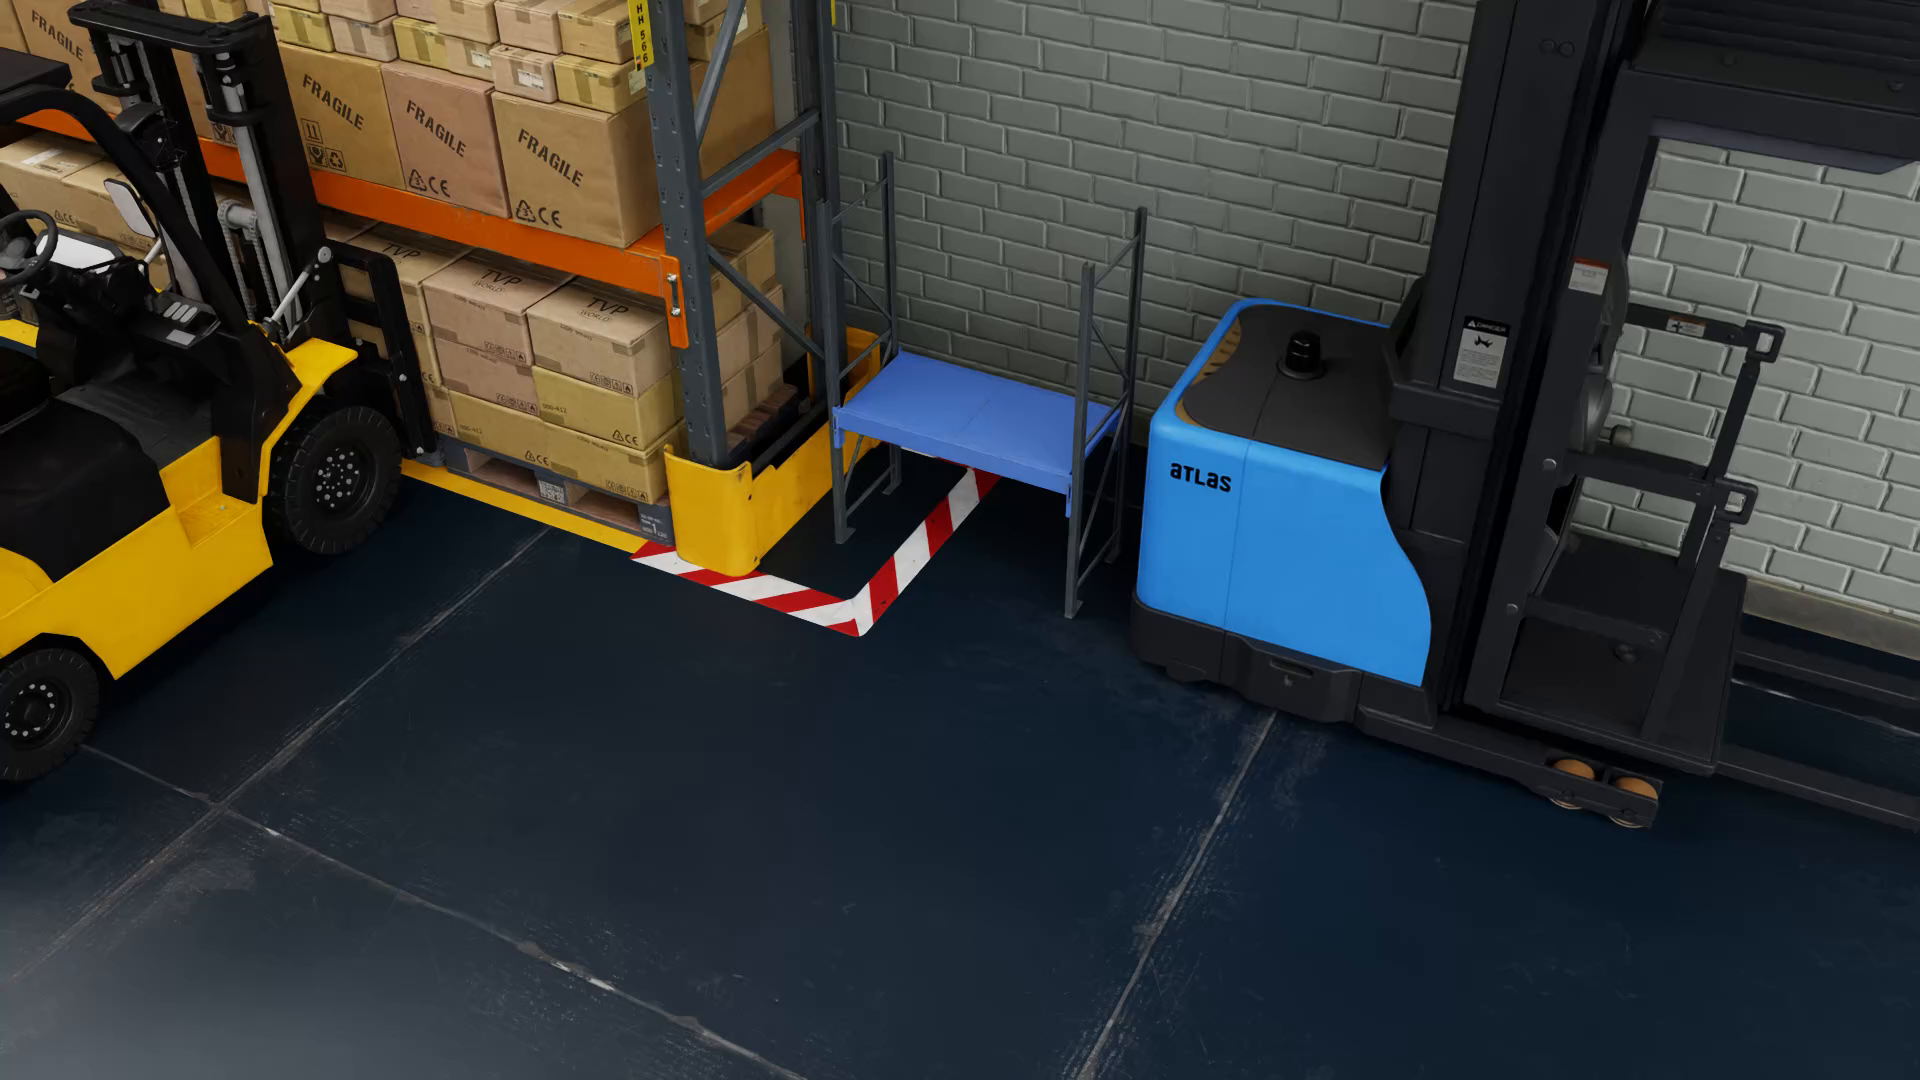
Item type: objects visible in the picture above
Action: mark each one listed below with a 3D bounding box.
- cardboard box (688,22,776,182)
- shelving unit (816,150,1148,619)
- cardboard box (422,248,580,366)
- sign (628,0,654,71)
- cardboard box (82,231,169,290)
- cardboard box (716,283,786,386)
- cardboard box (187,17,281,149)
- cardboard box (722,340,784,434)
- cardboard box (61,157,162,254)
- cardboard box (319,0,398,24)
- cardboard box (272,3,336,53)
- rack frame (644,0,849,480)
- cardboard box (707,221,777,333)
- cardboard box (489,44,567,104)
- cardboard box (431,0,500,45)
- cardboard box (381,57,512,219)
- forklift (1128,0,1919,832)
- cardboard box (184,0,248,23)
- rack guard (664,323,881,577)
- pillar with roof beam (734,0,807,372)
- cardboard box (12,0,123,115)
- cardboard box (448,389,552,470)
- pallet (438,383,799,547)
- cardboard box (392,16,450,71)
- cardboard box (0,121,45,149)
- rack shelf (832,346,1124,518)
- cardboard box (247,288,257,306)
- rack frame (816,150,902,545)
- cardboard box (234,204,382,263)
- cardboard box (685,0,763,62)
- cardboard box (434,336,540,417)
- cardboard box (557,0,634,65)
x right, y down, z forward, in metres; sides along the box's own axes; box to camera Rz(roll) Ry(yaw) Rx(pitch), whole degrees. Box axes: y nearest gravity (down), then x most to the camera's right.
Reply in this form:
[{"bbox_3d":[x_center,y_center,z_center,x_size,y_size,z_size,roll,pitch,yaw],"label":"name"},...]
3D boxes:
[{"bbox_3d":[-1.073,-1.730,6.465,0.500,0.500,0.500,19,41,23],"label":"cardboard box"},{"bbox_3d":[0.076,-0.574,6.265,1.048,1.500,0.538,17,41,21],"label":"shelving unit"},{"bbox_3d":[-1.769,-0.973,6.651,0.500,0.250,0.500,18,41,22],"label":"cardboard box"},{"bbox_3d":[-1.023,-1.671,5.317,0.005,0.325,0.100,17,41,21],"label":"sign"},{"bbox_3d":[-3.577,-1.348,7.558,0.500,0.250,0.500,17,40,21],"label":"cardboard box"},{"bbox_3d":[-1.083,-0.917,6.990,0.500,0.250,0.500,18,41,22],"label":"cardboard box"},{"bbox_3d":[-2.682,-1.864,6.643,0.500,0.500,0.500,18,41,22],"label":"cardboard box"},{"bbox_3d":[-1.107,-0.717,7.140,0.500,0.250,0.500,18,41,22],"label":"cardboard box"},{"bbox_3d":[-3.578,-1.535,7.392,0.500,0.250,0.500,17,41,22],"label":"cardboard box"},{"bbox_3d":[-2.123,-2.039,6.089,0.250,0.149,0.380,18,41,23],"label":"cardboard box"},{"bbox_3d":[-2.348,-1.991,6.273,0.250,0.149,0.380,18,41,22],"label":"cardboard box"},{"bbox_3d":[-0.761,-1.403,6.118,0.127,3.000,1.000,17,41,21],"label":"rack frame"},{"bbox_3d":[-1.101,-1.109,6.830,0.500,0.250,0.500,17,40,21],"label":"cardboard box"},{"bbox_3d":[-1.438,-1.703,5.893,0.250,0.149,0.380,18,41,22],"label":"cardboard box"},{"bbox_3d":[-1.654,-1.917,5.929,0.250,0.149,0.380,18,41,22],"label":"cardboard box"},{"bbox_3d":[-1.775,-1.588,6.279,0.500,0.500,0.500,19,41,23],"label":"cardboard box"},{"bbox_3d":[2.176,-0.585,5.097,3.031,2.935,1.130,16,40,20],"label":"forklift"},{"bbox_3d":[-2.787,-2.143,6.473,0.250,0.149,0.380,17,40,21],"label":"cardboard box"},{"bbox_3d":[-0.740,-0.401,6.865,0.348,0.500,1.175,17,41,21],"label":"rack guard"},{"bbox_3d":[-2.945,-2.159,2.152,0.400,9.000,9.100,17,41,21],"label":"pillar with roof beam"},{"bbox_3d":[-3.569,-2.156,7.027,0.500,0.500,0.500,18,41,22],"label":"cardboard box"},{"bbox_3d":[-1.761,-0.580,6.960,0.500,0.250,0.500,17,41,21],"label":"cardboard box"},{"bbox_3d":[-1.459,-0.483,7.211,1.213,0.211,1.003,17,41,21],"label":"pallet"},{"bbox_3d":[-1.855,-1.883,6.130,0.250,0.149,0.380,17,40,21],"label":"cardboard box"},{"bbox_3d":[-4.781,-1.876,8.357,0.625,0.625,0.875,19,41,23],"label":"cardboard box"},{"bbox_3d":[0.076,-0.430,6.374,1.000,0.185,0.538,17,41,21],"label":"rack shelf"},{"bbox_3d":[-2.688,-1.061,7.180,0.500,0.250,0.500,17,40,21],"label":"cardboard box"},{"bbox_3d":[-0.376,-0.715,6.451,0.032,1.500,0.500,17,41,21],"label":"rack frame"},{"bbox_3d":[-2.669,-1.253,7.020,0.500,0.250,0.500,17,40,21],"label":"cardboard box"},{"bbox_3d":[-0.943,-1.935,6.199,0.250,0.149,0.380,16,40,20],"label":"cardboard box"},{"bbox_3d":[-1.777,-0.787,6.820,0.500,0.250,0.500,17,40,21],"label":"cardboard box"},{"bbox_3d":[-1.176,-1.806,5.784,0.250,0.149,0.380,17,41,22],"label":"cardboard box"}]
